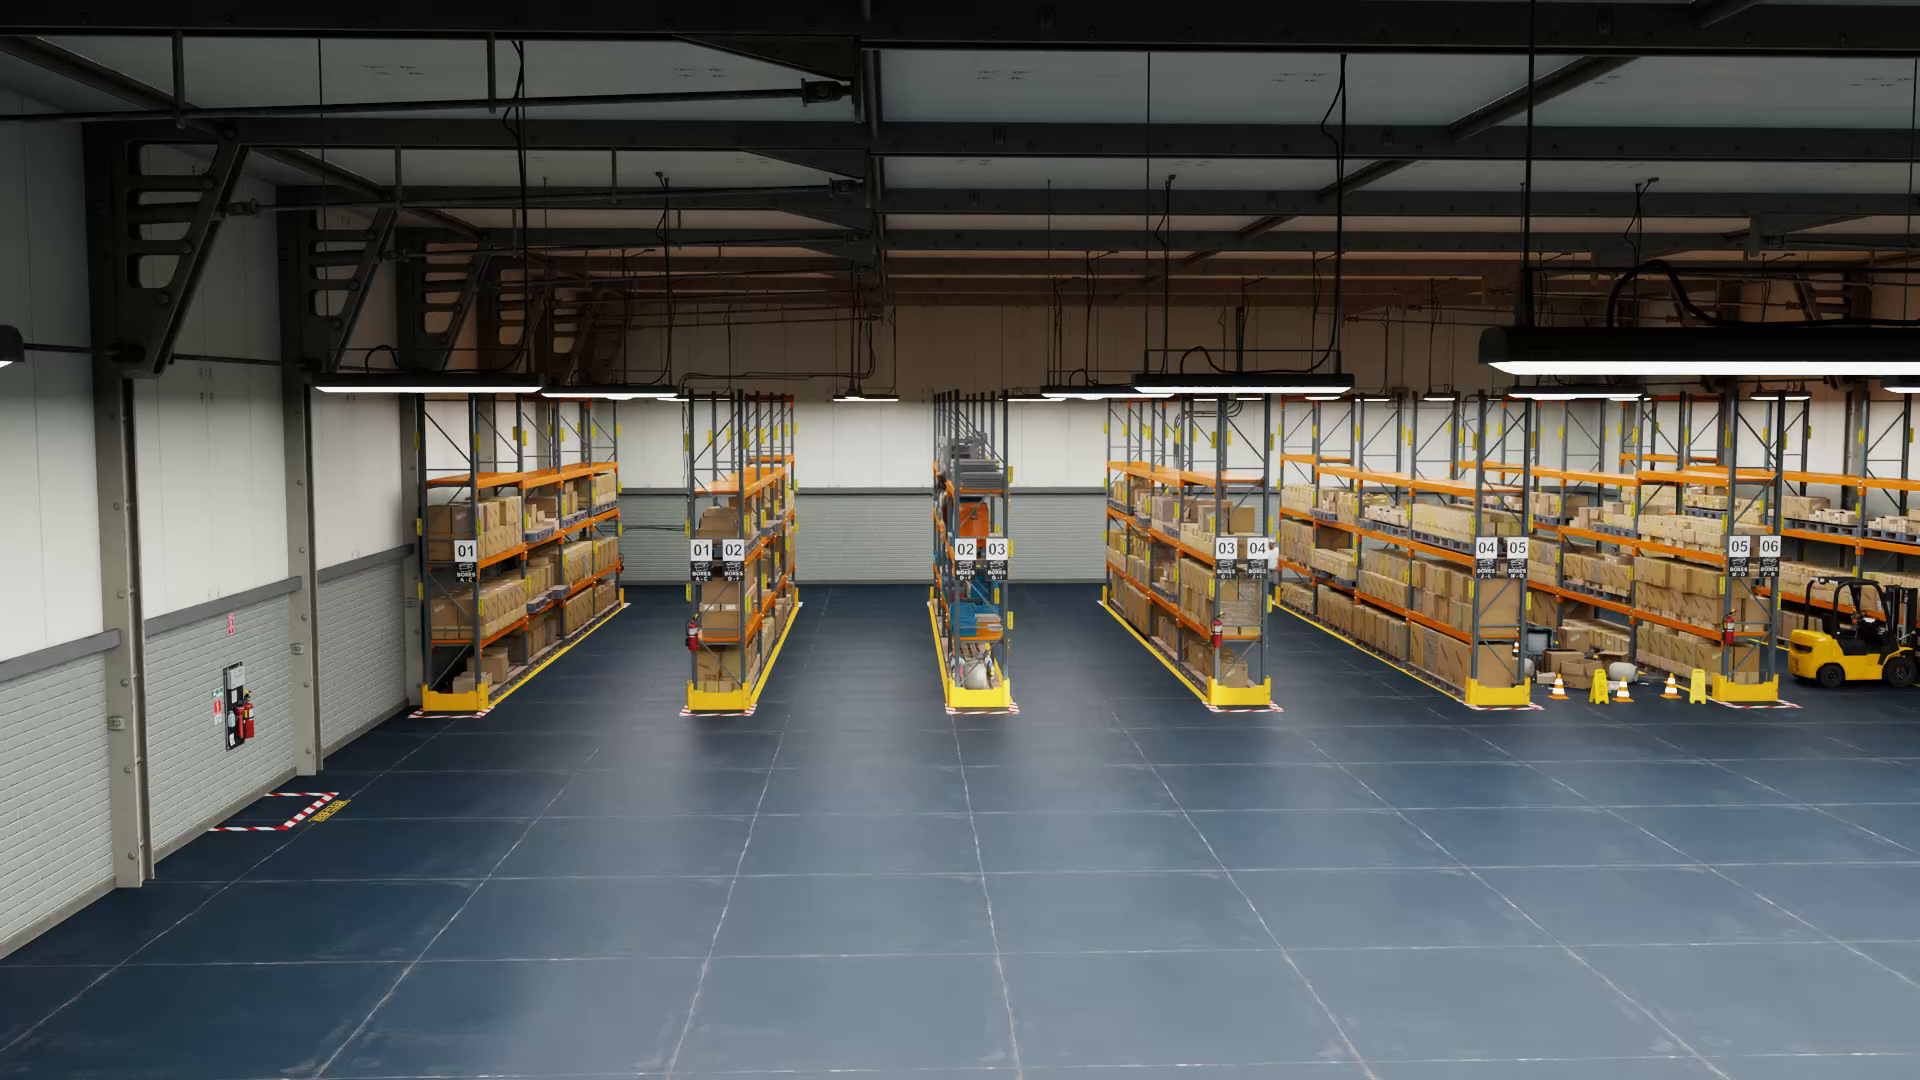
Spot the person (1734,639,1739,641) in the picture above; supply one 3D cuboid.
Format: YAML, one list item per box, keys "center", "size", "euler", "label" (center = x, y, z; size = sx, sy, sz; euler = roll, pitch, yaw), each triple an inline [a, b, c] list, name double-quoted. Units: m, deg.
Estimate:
- center: [16.766, 1.880, 36.299]
  size: [0.680, 1.765, 0.514]
  euler: [4, 6, 39]
  label: "person"

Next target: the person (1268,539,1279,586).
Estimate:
- center: [9.265, 0.816, 49.624]
  size: [0.612, 1.724, 1.034]
  euler: [3, 6, 32]
  label: "person"
